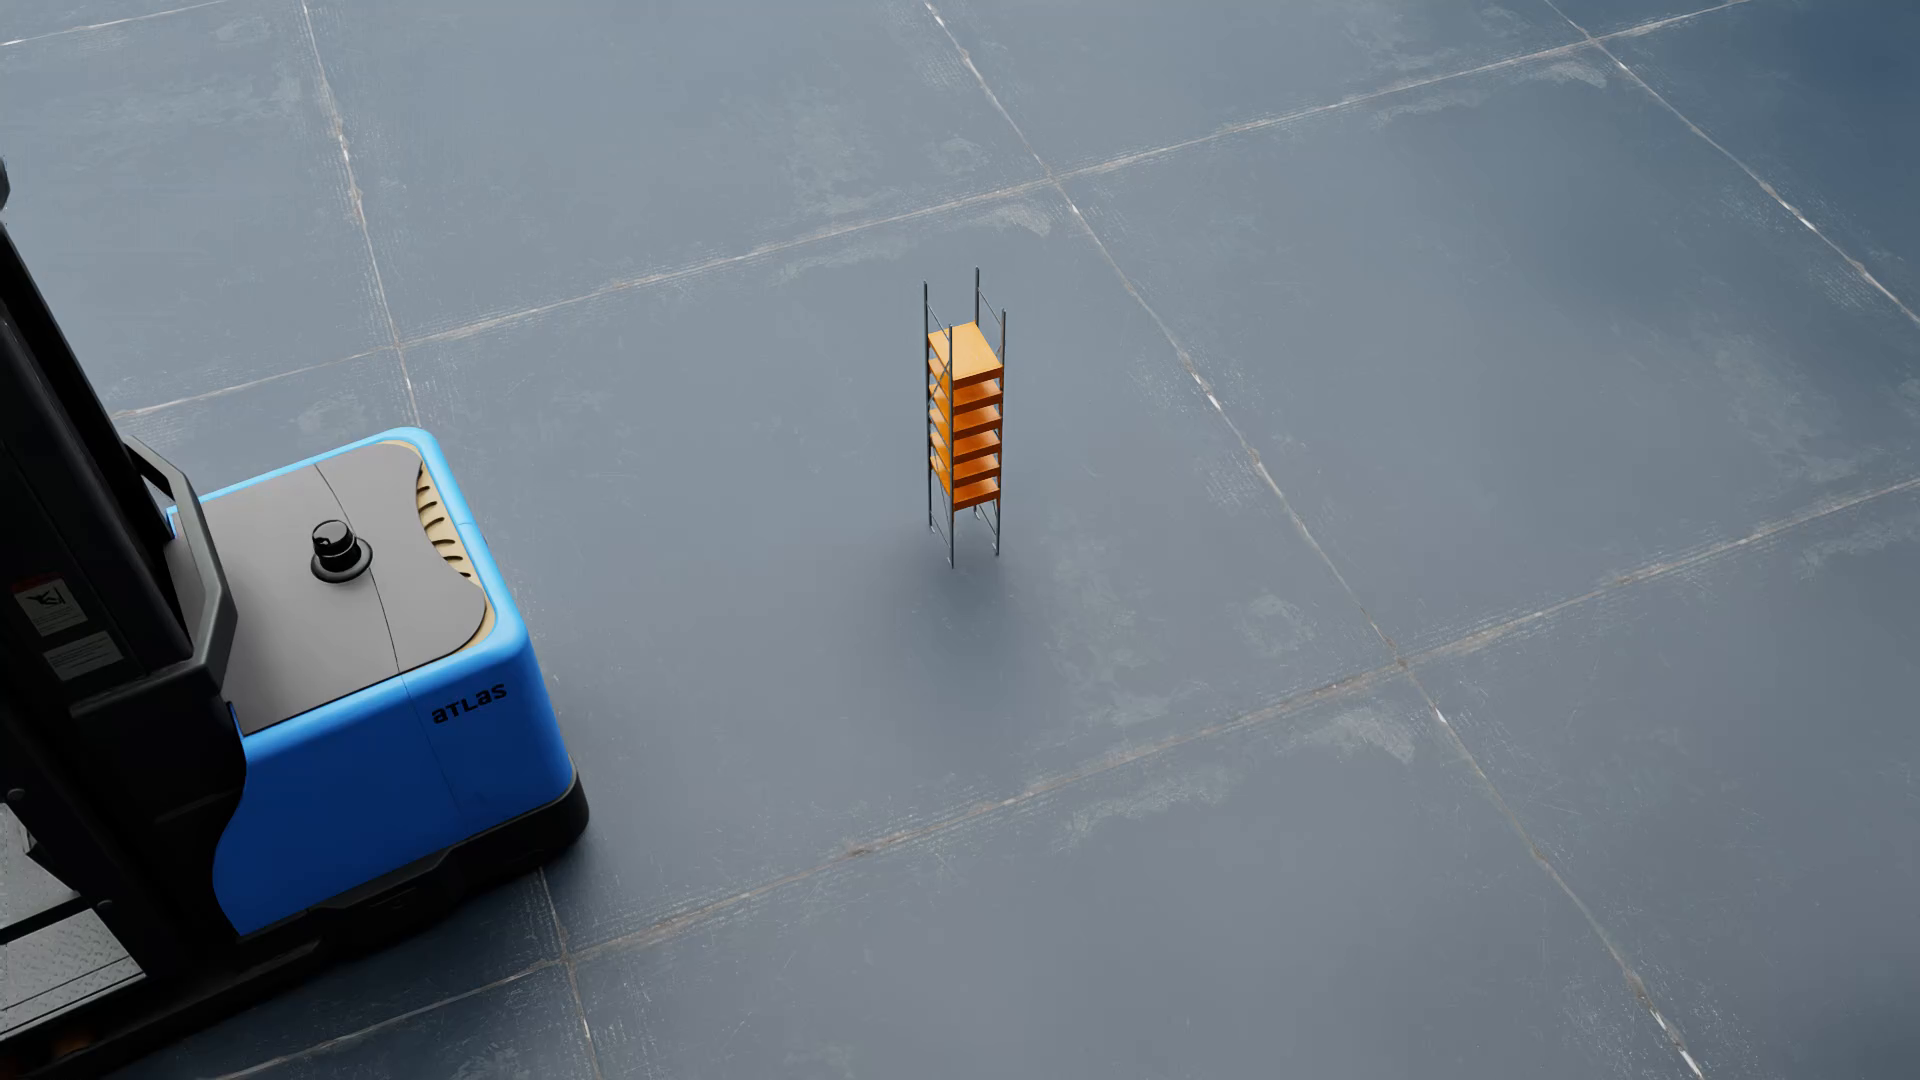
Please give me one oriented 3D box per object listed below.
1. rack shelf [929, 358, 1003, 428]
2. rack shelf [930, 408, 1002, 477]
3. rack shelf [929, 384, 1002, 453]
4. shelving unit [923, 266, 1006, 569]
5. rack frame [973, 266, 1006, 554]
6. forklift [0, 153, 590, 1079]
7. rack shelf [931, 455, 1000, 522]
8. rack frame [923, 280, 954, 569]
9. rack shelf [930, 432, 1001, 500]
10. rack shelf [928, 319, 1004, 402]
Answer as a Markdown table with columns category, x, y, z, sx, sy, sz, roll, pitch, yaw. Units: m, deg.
| category | x | y | z | sx | sy | sz | roll | pitch | yaw |
| --- | --- | --- | --- | --- | --- | --- | --- | --- | --- |
| rack shelf | 0.013 | -0.522 | 5.650 | 0.180 | 0.103 | 0.258 | -17 | 52 | -14 |
| rack shelf | 0.013 | -0.366 | 5.832 | 0.180 | 0.103 | 0.258 | -17 | 52 | -14 |
| rack shelf | 0.013 | -0.444 | 5.741 | 0.180 | 0.103 | 0.258 | -17 | 52 | -14 |
| shelving unit | 0.013 | -0.395 | 5.798 | 0.189 | 1.200 | 0.258 | -17 | 52 | -14 |
| rack frame | 0.098 | -0.421 | 5.821 | 0.006 | 1.200 | 0.240 | -17 | 52 | -14 |
| forklift | -2.741 | 0.231 | 4.119 | 3.031 | 2.935 | 1.130 | -23 | 53 | -18 |
| rack shelf | 0.013 | -0.210 | 6.014 | 0.180 | 0.103 | 0.258 | -17 | 52 | -14 |
| rack frame | -0.071 | -0.369 | 5.776 | 0.006 | 1.200 | 0.240 | -17 | 52 | -14 |
| rack shelf | 0.013 | -0.288 | 5.923 | 0.180 | 0.103 | 0.258 | -17 | 52 | -14 |
| rack shelf | 0.013 | -0.601 | 5.559 | 0.180 | 0.103 | 0.258 | -17 | 52 | -14 |
